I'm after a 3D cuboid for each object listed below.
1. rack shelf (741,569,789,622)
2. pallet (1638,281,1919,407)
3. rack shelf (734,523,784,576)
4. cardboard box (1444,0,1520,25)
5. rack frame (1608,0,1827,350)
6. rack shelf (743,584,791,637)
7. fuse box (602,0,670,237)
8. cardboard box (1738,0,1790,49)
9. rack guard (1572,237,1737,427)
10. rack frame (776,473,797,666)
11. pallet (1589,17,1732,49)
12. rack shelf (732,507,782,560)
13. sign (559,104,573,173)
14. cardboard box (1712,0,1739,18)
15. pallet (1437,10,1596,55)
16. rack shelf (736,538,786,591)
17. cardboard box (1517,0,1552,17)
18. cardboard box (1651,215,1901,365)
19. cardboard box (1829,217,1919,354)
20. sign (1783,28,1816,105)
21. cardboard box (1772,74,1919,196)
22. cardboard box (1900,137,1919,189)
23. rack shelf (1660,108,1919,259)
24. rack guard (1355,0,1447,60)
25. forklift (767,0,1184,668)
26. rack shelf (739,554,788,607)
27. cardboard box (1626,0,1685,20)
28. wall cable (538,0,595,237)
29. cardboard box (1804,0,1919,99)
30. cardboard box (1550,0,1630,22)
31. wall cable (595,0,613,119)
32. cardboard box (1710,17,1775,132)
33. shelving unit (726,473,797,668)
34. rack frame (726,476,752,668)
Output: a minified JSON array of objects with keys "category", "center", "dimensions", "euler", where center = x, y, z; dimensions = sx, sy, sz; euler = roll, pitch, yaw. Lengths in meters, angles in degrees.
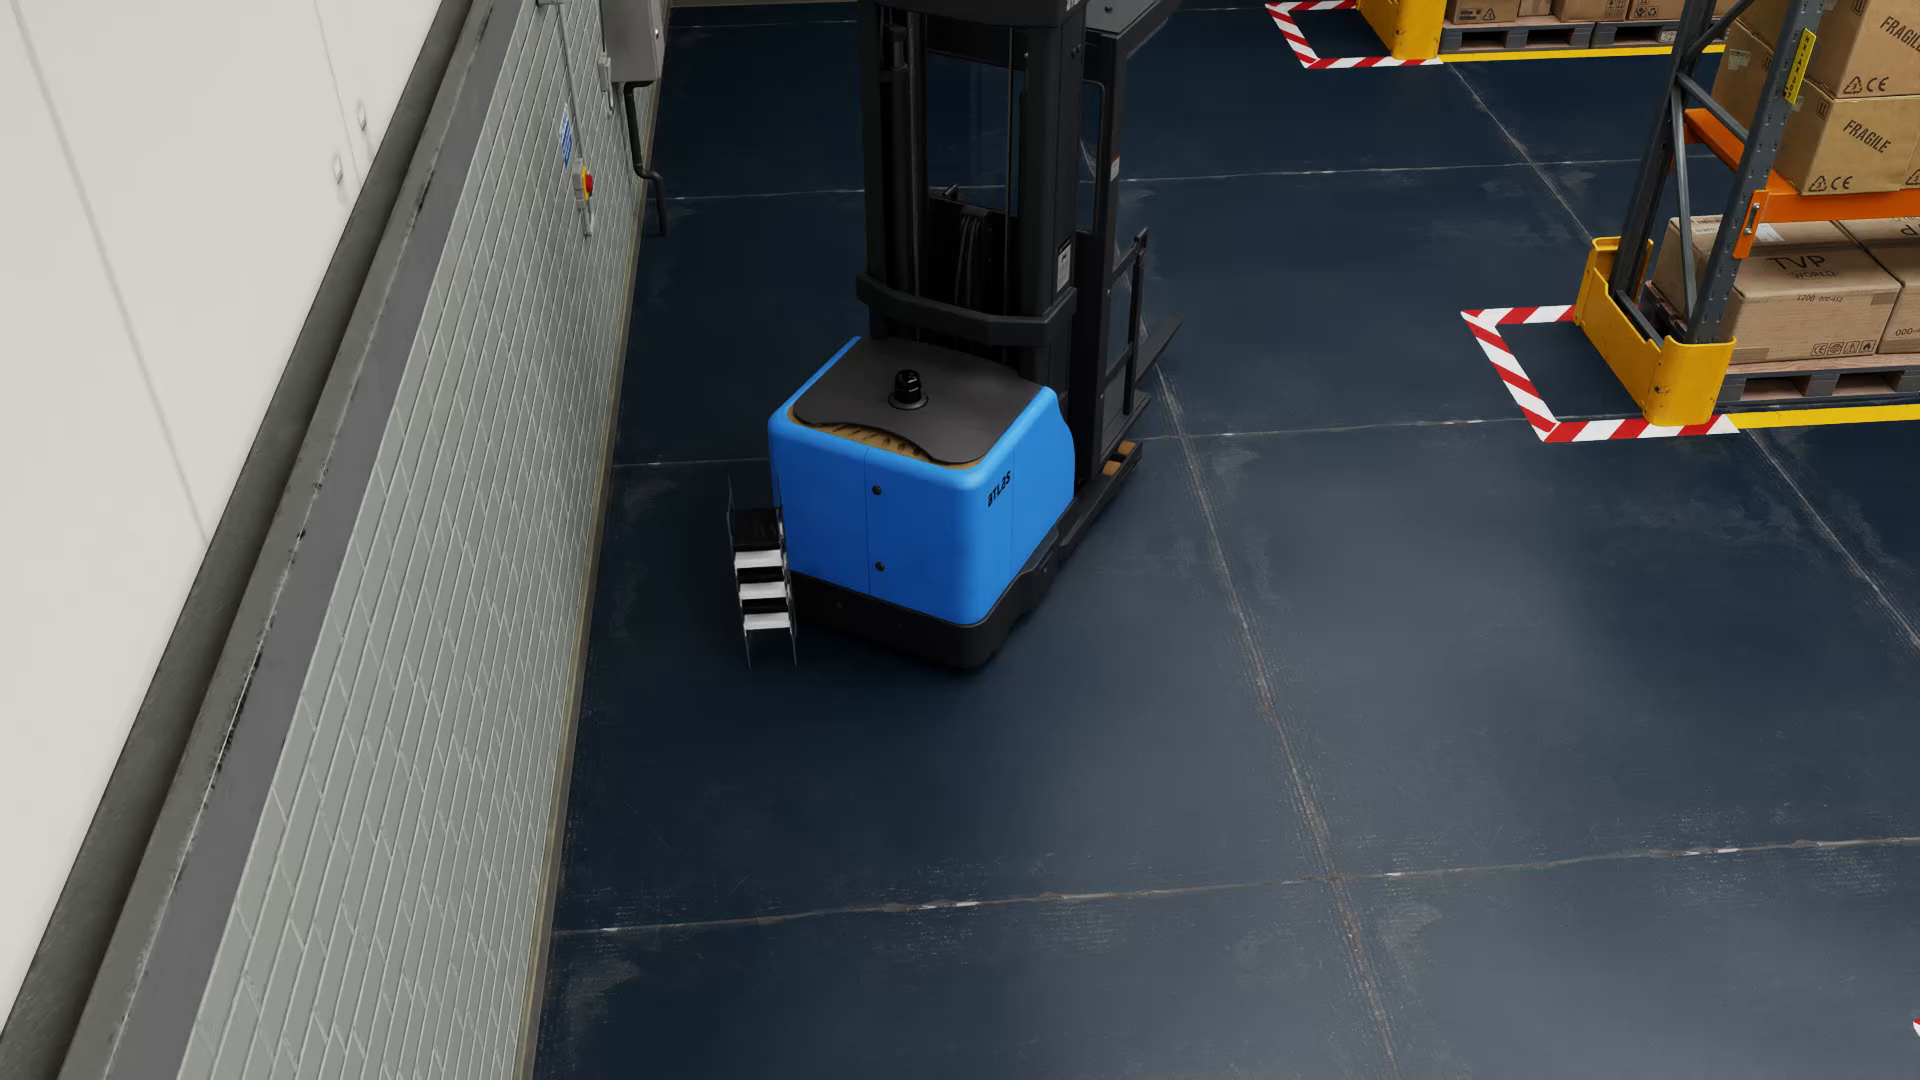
[{"category":"rack shelf","center":[-0.843,0.237,7.228],"dimensions":[0.200,0.077,0.258],"euler":[-3,41,-2]},{"category":"pallet","center":[4.605,-1.145,9.352],"dimensions":[1.213,0.211,1.003],"euler":[-3,38,-4]},{"category":"rack shelf","center":[-0.849,0.035,7.050],"dimensions":[0.200,0.077,0.258],"euler":[-3,41,-2]},{"category":"cardboard box","center":[3.989,-4.370,12.865],"dimensions":[0.637,0.503,0.797],"euler":[-5,39,-6]},{"category":"rack frame","center":[3.815,-2.147,8.372],"dimensions":[0.127,3.000,1.000],"euler":[-3,38,-4]},{"category":"rack shelf","center":[-0.841,0.305,7.288],"dimensions":[0.200,0.077,0.258],"euler":[-3,41,-2]},{"category":"fuse box","center":[-1.840,-2.622,10.013],"dimensions":[0.414,1.711,0.539],"euler":[-3,38,-4]},{"category":"cardboard box","center":[4.274,-2.752,8.251],"dimensions":[0.500,0.500,0.500],"euler":[-2,38,-2]},{"category":"rack guard","center":[3.791,-1.165,9.144],"dimensions":[0.348,0.500,1.175],"euler":[-3,38,-4]},{"category":"rack frame","center":[-0.744,0.139,7.150],"dimensions":[0.006,0.900,0.240],"euler":[-3,41,-2]},{"category":"pallet","center":[5.454,-4.228,13.261],"dimensions":[1.213,0.211,1.003],"euler":[-3,38,-4]},{"category":"rack shelf","center":[-0.851,-0.033,6.991],"dimensions":[0.200,0.077,0.258],"euler":[-3,41,-2]},{"category":"sign","center":[-1.856,-1.896,7.836],"dimensions":[0.001,0.218,0.327],"euler":[-3,38,-4]},{"category":"cardboard box","center":[5.878,-4.448,12.967],"dimensions":[0.500,0.500,0.700],"euler":[-5,38,-6]},{"category":"pallet","center":[4.242,-4.163,13.178],"dimensions":[1.213,0.211,1.003],"euler":[-3,38,-4]},{"category":"rack shelf","center":[-0.847,0.102,7.109],"dimensions":[0.200,0.077,0.258],"euler":[-3,41,-2]},{"category":"cardboard box","center":[4.416,-4.230,12.974],"dimensions":[0.250,0.149,0.380],"euler":[-5,39,-6]},{"category":"cardboard box","center":[4.464,-1.404,9.160],"dimensions":[0.875,0.438,0.875],"euler":[-4,38,-6]},{"category":"cardboard box","center":[5.375,-1.460,9.230],"dimensions":[0.875,0.438,0.875],"euler":[-2,38,-3]},{"category":"sign","center":[3.858,-2.176,7.645],"dimensions":[0.005,0.325,0.100],"euler":[-3,38,-4]},{"category":"cardboard box","center":[4.319,-2.036,8.150],"dimensions":[0.500,0.500,0.500],"euler":[-3,38,-4]},{"category":"cardboard box","center":[4.820,-2.081,8.207],"dimensions":[0.500,0.500,0.500],"euler":[-4,38,-5]},{"category":"rack shelf","center":[5.807,-1.975,8.734],"dimensions":[4.000,0.370,1.077],"euler":[-3,38,-4]},{"category":"rack guard","center":[3.447,-4.232,13.033],"dimensions":[0.348,0.500,1.175],"euler":[-3,38,-4]},{"category":"forklift","center":[0.278,-1.496,7.602],"dimensions":[1.130,2.935,3.031],"euler":[17,41,21]},{"category":"rack shelf","center":[-0.845,0.170,7.169],"dimensions":[0.200,0.077,0.258],"euler":[-3,41,-2]},{"category":"cardboard box","center":[5.380,-4.358,12.853],"dimensions":[0.500,0.500,0.500],"euler":[-2,38,-3]},{"category":"wall cable","center":[-1.799,-2.235,7.637],"dimensions":[0.123,1.953,0.585],"euler":[-3,38,-4]},{"category":"cardboard box","center":[4.318,-2.430,7.842],"dimensions":[0.500,0.500,0.500],"euler":[-4,38,-5]},{"category":"cardboard box","center":[4.844,-4.391,12.895],"dimensions":[0.500,0.500,0.700],"euler":[-2,38,-2]},{"category":"wall cable","center":[-1.937,-3.097,8.755],"dimensions":[0.122,1.984,0.588],"euler":[-3,38,-4]},{"category":"cardboard box","center":[4.272,-2.376,8.581],"dimensions":[0.500,0.500,0.500],"euler":[-3,38,-4]},{"category":"shelving unit","center":[-0.846,0.145,7.147],"dimensions":[0.210,0.900,0.258],"euler":[-3,41,-2]},{"category":"rack frame","center":[-0.947,0.151,7.144],"dimensions":[0.006,0.900,0.240],"euler":[-3,41,-2]}]
